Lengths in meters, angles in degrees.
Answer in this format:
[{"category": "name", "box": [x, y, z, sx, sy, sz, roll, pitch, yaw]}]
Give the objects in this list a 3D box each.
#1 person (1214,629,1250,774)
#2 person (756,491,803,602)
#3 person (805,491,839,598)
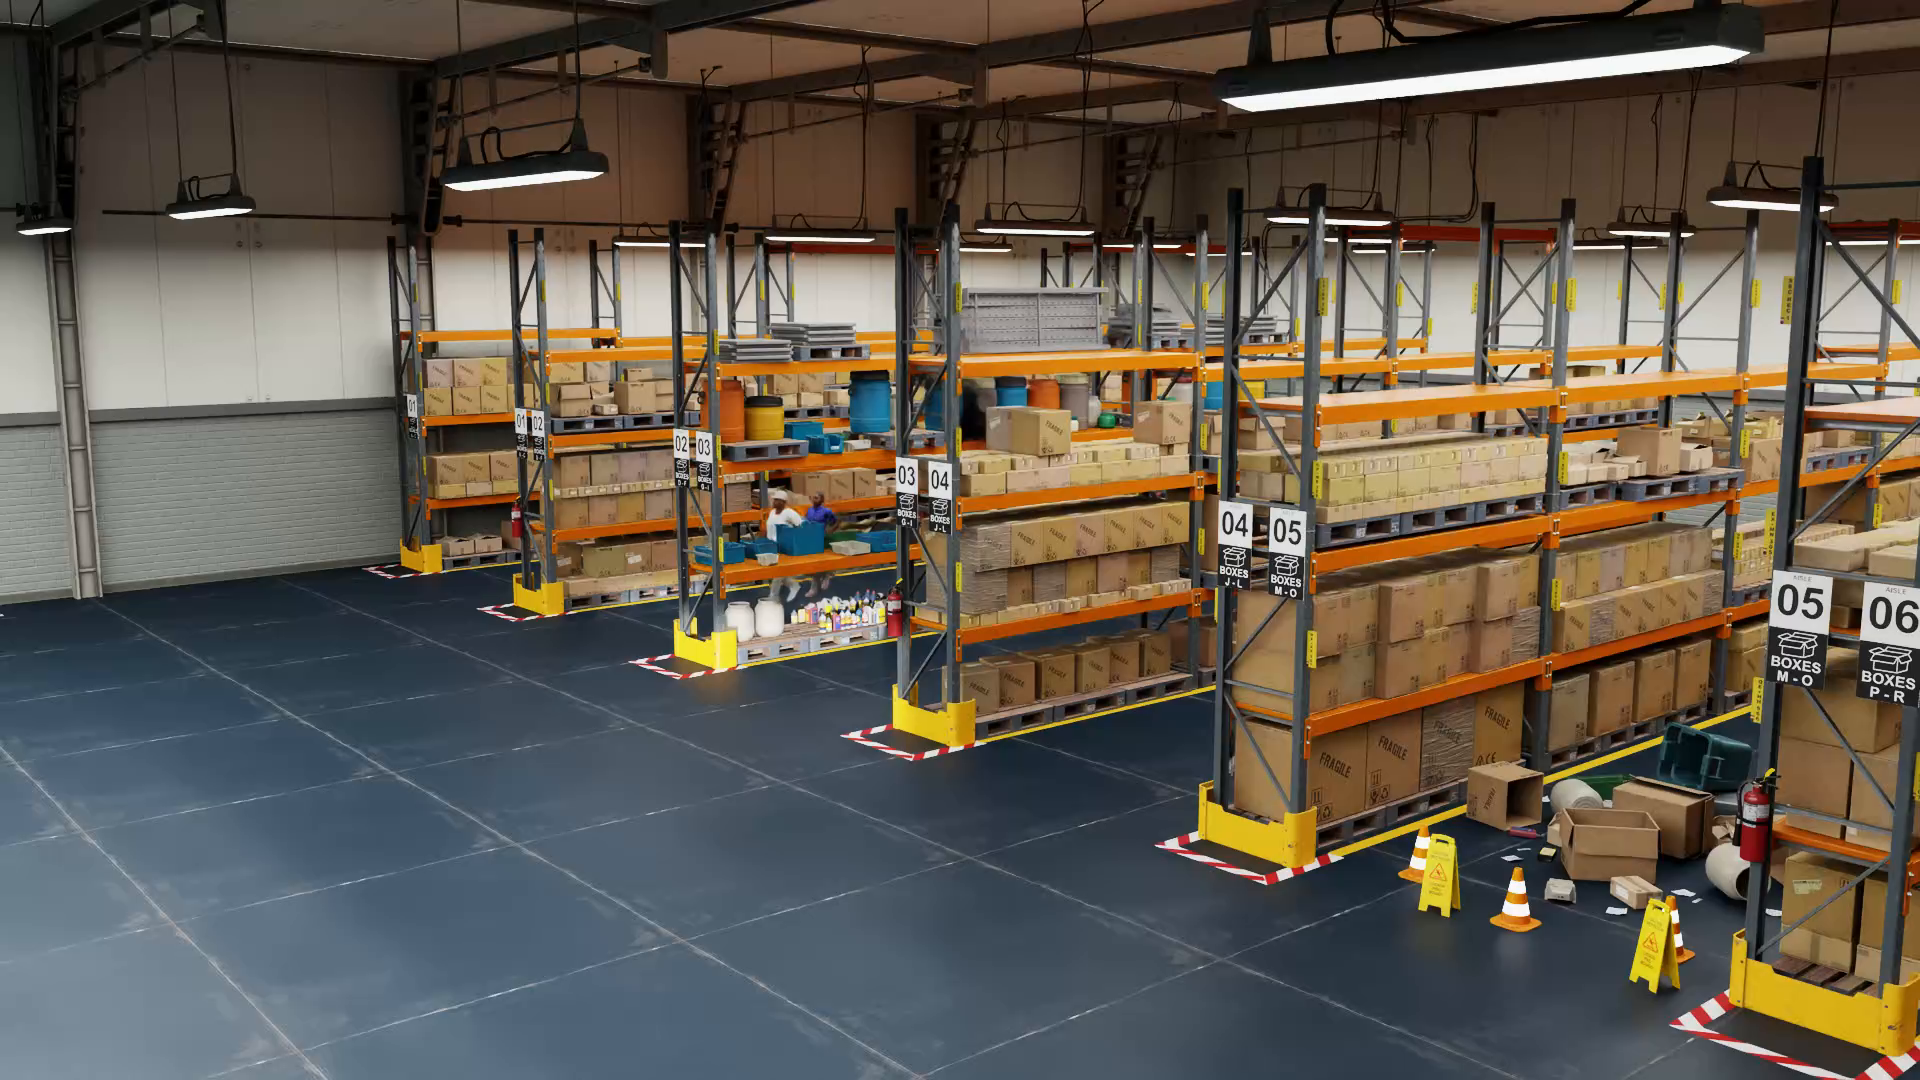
[{"category": "person", "box": [2.918, 1.705, 17.487, 0.503, 1.617, 0.682, 8, 12, 41]}, {"category": "person", "box": [-2.745, 0.135, 25.336, 0.813, 1.780, 0.707, -8, 12, -42]}, {"category": "person", "box": [-2.232, 0.092, 26.264, 0.579, 1.566, 0.685, 5, 10, 30]}]
